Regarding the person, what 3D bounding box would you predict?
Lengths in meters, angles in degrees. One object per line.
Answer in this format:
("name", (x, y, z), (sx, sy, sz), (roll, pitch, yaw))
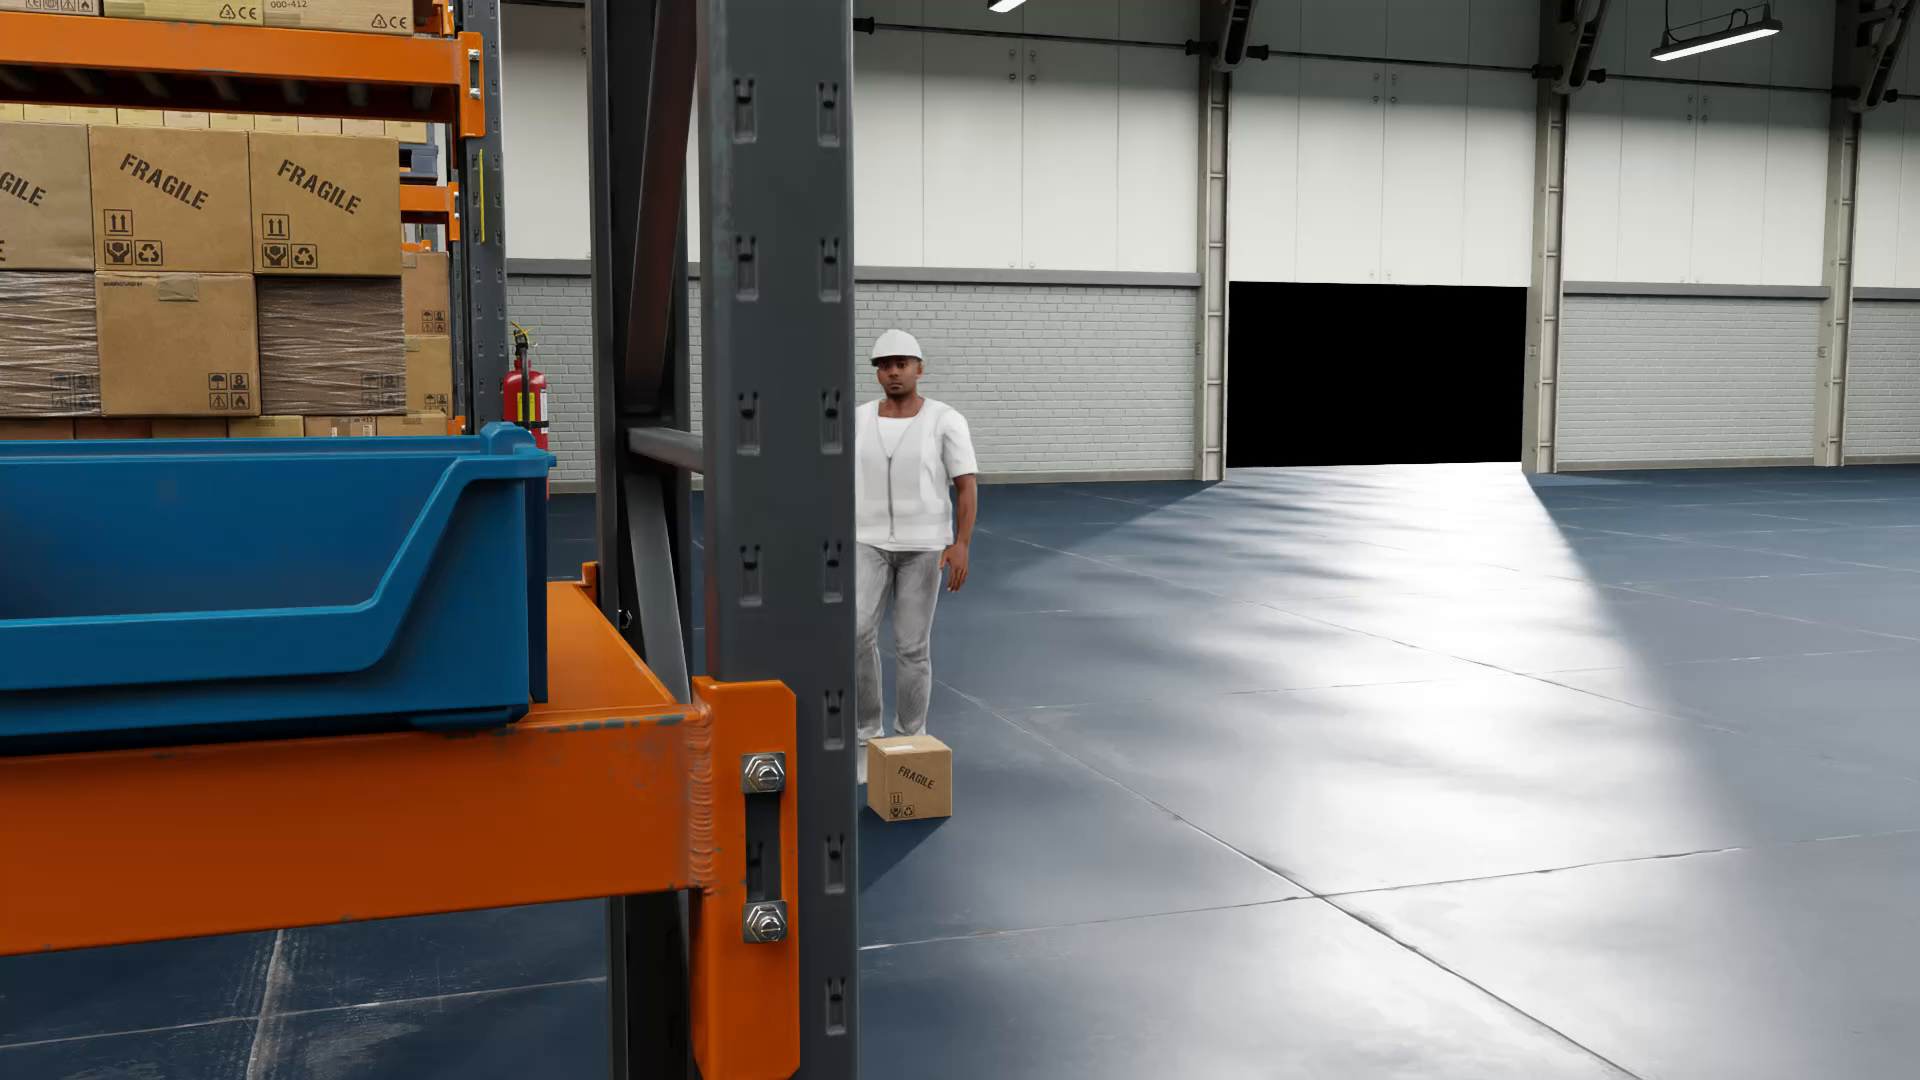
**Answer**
("person", (-0.252, 0.080, 6.580), (0.628, 1.818, 0.560), (1, 6, 8))
